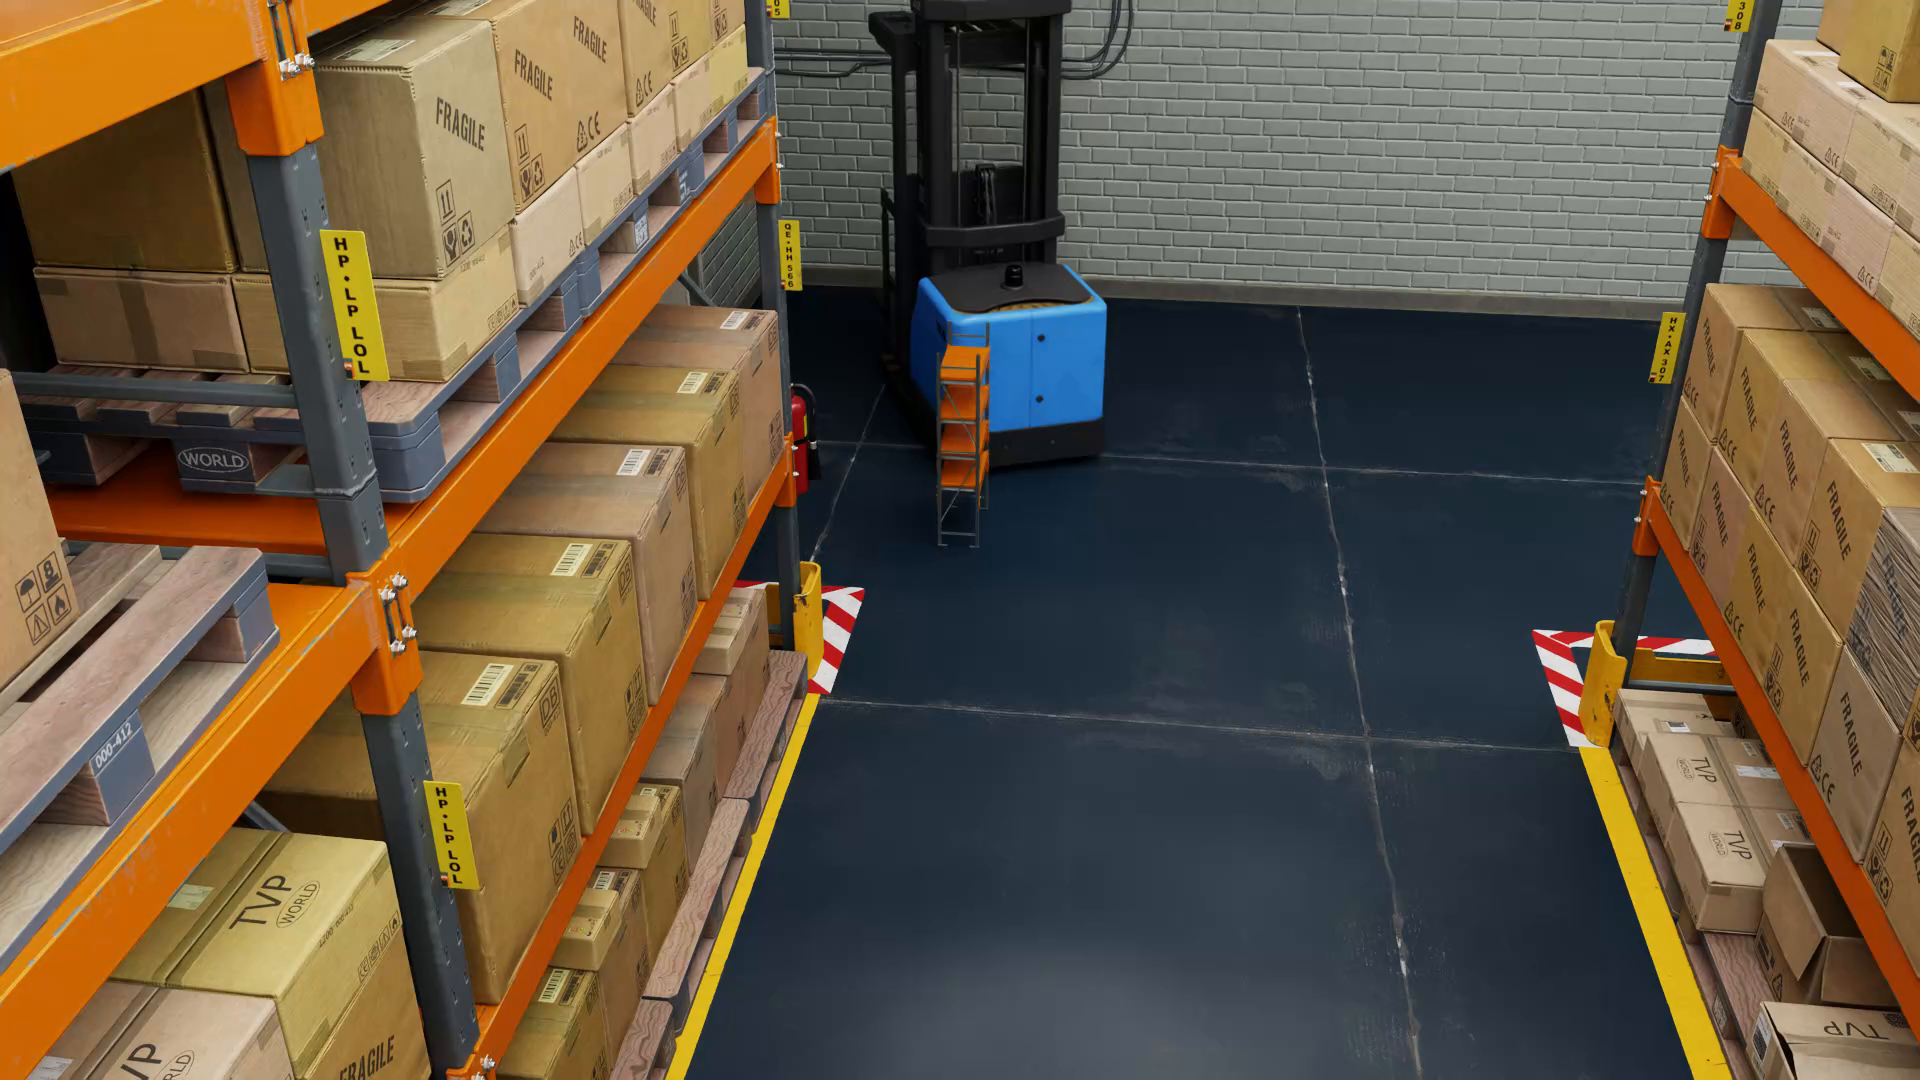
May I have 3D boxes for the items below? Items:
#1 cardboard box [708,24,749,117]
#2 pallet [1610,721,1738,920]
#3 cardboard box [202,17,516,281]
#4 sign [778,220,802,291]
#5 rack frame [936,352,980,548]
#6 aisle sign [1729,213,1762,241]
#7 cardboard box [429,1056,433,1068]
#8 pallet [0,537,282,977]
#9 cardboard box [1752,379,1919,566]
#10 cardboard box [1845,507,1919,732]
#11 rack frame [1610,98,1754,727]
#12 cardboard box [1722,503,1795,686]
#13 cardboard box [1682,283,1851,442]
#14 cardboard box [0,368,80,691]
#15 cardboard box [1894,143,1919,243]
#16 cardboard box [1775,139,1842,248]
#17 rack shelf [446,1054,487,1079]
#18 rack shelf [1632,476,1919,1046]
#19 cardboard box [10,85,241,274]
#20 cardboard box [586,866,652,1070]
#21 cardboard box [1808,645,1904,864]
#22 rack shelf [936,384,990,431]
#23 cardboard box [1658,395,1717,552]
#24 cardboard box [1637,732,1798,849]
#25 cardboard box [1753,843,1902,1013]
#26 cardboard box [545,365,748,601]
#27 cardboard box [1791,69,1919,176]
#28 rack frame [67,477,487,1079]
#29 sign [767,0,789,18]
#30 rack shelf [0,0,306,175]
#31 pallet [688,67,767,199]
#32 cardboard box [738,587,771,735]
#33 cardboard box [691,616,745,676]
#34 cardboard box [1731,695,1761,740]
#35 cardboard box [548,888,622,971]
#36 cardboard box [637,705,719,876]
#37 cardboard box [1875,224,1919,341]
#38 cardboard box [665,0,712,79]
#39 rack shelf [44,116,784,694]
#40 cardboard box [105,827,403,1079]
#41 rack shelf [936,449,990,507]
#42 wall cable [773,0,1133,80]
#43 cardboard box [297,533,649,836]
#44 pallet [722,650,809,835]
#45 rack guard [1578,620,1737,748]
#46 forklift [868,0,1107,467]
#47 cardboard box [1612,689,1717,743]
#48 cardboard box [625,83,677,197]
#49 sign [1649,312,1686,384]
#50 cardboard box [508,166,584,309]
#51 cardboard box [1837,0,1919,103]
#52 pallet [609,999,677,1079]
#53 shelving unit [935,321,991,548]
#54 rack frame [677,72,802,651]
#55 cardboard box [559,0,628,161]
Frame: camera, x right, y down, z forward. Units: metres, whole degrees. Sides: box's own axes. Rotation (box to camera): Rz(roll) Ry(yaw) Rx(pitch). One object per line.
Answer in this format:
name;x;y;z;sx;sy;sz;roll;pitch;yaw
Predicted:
cardboard box;-1.131;-1.829;6.429;0.500;0.250;0.500;4;29;8
pallet;3.506;1.220;7.264;1.003;0.211;1.213;3;28;6
cardboard box;-1.430;-0.955;4.017;0.500;0.500;0.500;3;28;6
sign;-0.768;-1.281;7.495;0.100;0.325;0.005;3;28;6
rack frame;-0.010;-0.491;9.397;0.240;1.200;0.015;3;28;6
aisle sign;3.329;-1.613;6.840;0.394;0.787;0.004;3;28;6
cardboard box;-1.817;1.518;5.278;0.380;0.149;0.250;3;28;6
pallet;-1.859;0.376;2.929;0.805;0.209;1.217;2;28;4
cardboard box;3.173;-0.228;5.851;0.500;0.500;0.500;4;29;7
cardboard box;3.049;0.248;4.968;0.500;0.500;0.500;4;29;7
rack frame;3.612;-0.419;7.366;1.000;3.000;0.127;3;28;6
cardboard box;3.173;0.209;6.093;0.500;0.500;0.500;3;28;6
cardboard box;3.296;-0.710;6.746;0.500;0.500;0.500;4;29;8
cardboard box;-2.012;0.027;2.805;0.700;0.500;0.500;2;28;3
cardboard box;3.102;-0.961;4.840;0.500;0.250;0.500;3;28;6
cardboard box;3.222;-1.212;5.833;0.500;0.250;0.500;3;28;6
rack shelf;-2.040;2.436;2.825;1.077;0.370;4.000;3;28;6
rack shelf;3.367;0.839;5.789;1.077;0.370;4.000;3;28;6
cardboard box;-1.941;-0.978;4.060;0.500;0.500;0.500;3;28;6
cardboard box;-1.537;1.511;5.976;0.700;0.500;0.500;3;28;6
cardboard box;3.051;0.685;5.211;0.500;0.500;0.500;4;29;7
rack shelf;0.020;-0.744;9.536;0.258;0.148;0.480;3;28;6
cardboard box;3.296;-0.270;6.983;0.500;0.500;0.500;4;29;7
cardboard box;3.202;1.072;7.032;0.500;0.250;0.500;3;28;6
cardboard box;3.347;1.484;6.001;0.797;0.503;0.637;3;28;6
cardboard box;-1.436;-0.254;6.742;0.980;0.700;0.700;3;28;6
cardboard box;3.222;-1.432;5.714;0.500;0.250;0.500;3;28;6
rack frame;-1.795;1.177;4.402;1.000;3.000;0.127;3;28;6
sign;-0.768;-2.343;6.923;0.100;0.325;0.005;3;28;6
rack shelf;-2.040;-0.029;1.497;1.077;0.370;4.000;3;28;6
pallet;-1.386;-1.637;6.557;1.003;0.211;1.213;3;28;6
cardboard box;-1.292;0.545;7.768;0.700;0.500;0.500;3;28;6
cardboard box;-1.157;0.451;7.259;0.380;0.149;0.250;4;29;8
cardboard box;3.790;0.758;7.353;0.500;0.500;0.500;3;28;6
cardboard box;-1.379;1.311;5.663;0.380;0.149;0.250;4;29;8
cardboard box;-1.414;1.018;6.891;0.700;0.500;0.500;2;28;5
cardboard box;3.108;-0.741;4.958;0.500;0.250;0.500;3;28;6
cardboard box;-1.196;-1.924;5.815;0.500;0.500;0.500;4;29;8
rack shelf;-1.550;-0.768;5.608;1.077;0.370;4.000;3;28;6
cardboard box;-1.599;0.898;3.689;0.500;0.250;0.500;4;29;7
rack shelf;0.020;-0.372;9.736;0.258;0.148;0.480;3;28;6
wall cable;-0.257;-4.621;12.114;3.097;2.526;0.112;3;28;6
cardboard box;-1.618;0.448;5.440;0.980;0.700;0.700;3;28;5
pallet;-1.325;0.903;7.851;1.003;0.211;1.213;3;28;6
rack guard;3.602;0.717;7.892;1.175;0.500;0.348;3;28;6
forklift;0.036;-2.407;11.128;1.130;2.935;3.031;-8;29;-14
cardboard box;3.219;0.819;7.609;0.380;0.149;0.250;3;28;6
cardboard box;-1.253;-1.338;5.519;0.500;0.250;0.500;3;28;5
sign;3.073;-0.832;7.219;0.100;0.325;0.005;3;28;6
cardboard box;-1.372;-0.855;4.622;0.500;0.250;0.500;3;28;5
cardboard box;3.420;-1.751;5.515;0.700;0.500;0.500;3;28;6
pallet;-1.624;2.052;5.719;1.003;0.211;1.213;3;28;6
shelving unit;0.020;-0.606;9.610;0.258;1.200;0.503;3;28;6
rack frame;-1.305;-0.705;7.897;1.000;3.000;0.127;3;28;6
cardboard box;-1.318;-1.431;4.899;0.500;0.500;0.500;4;29;7
